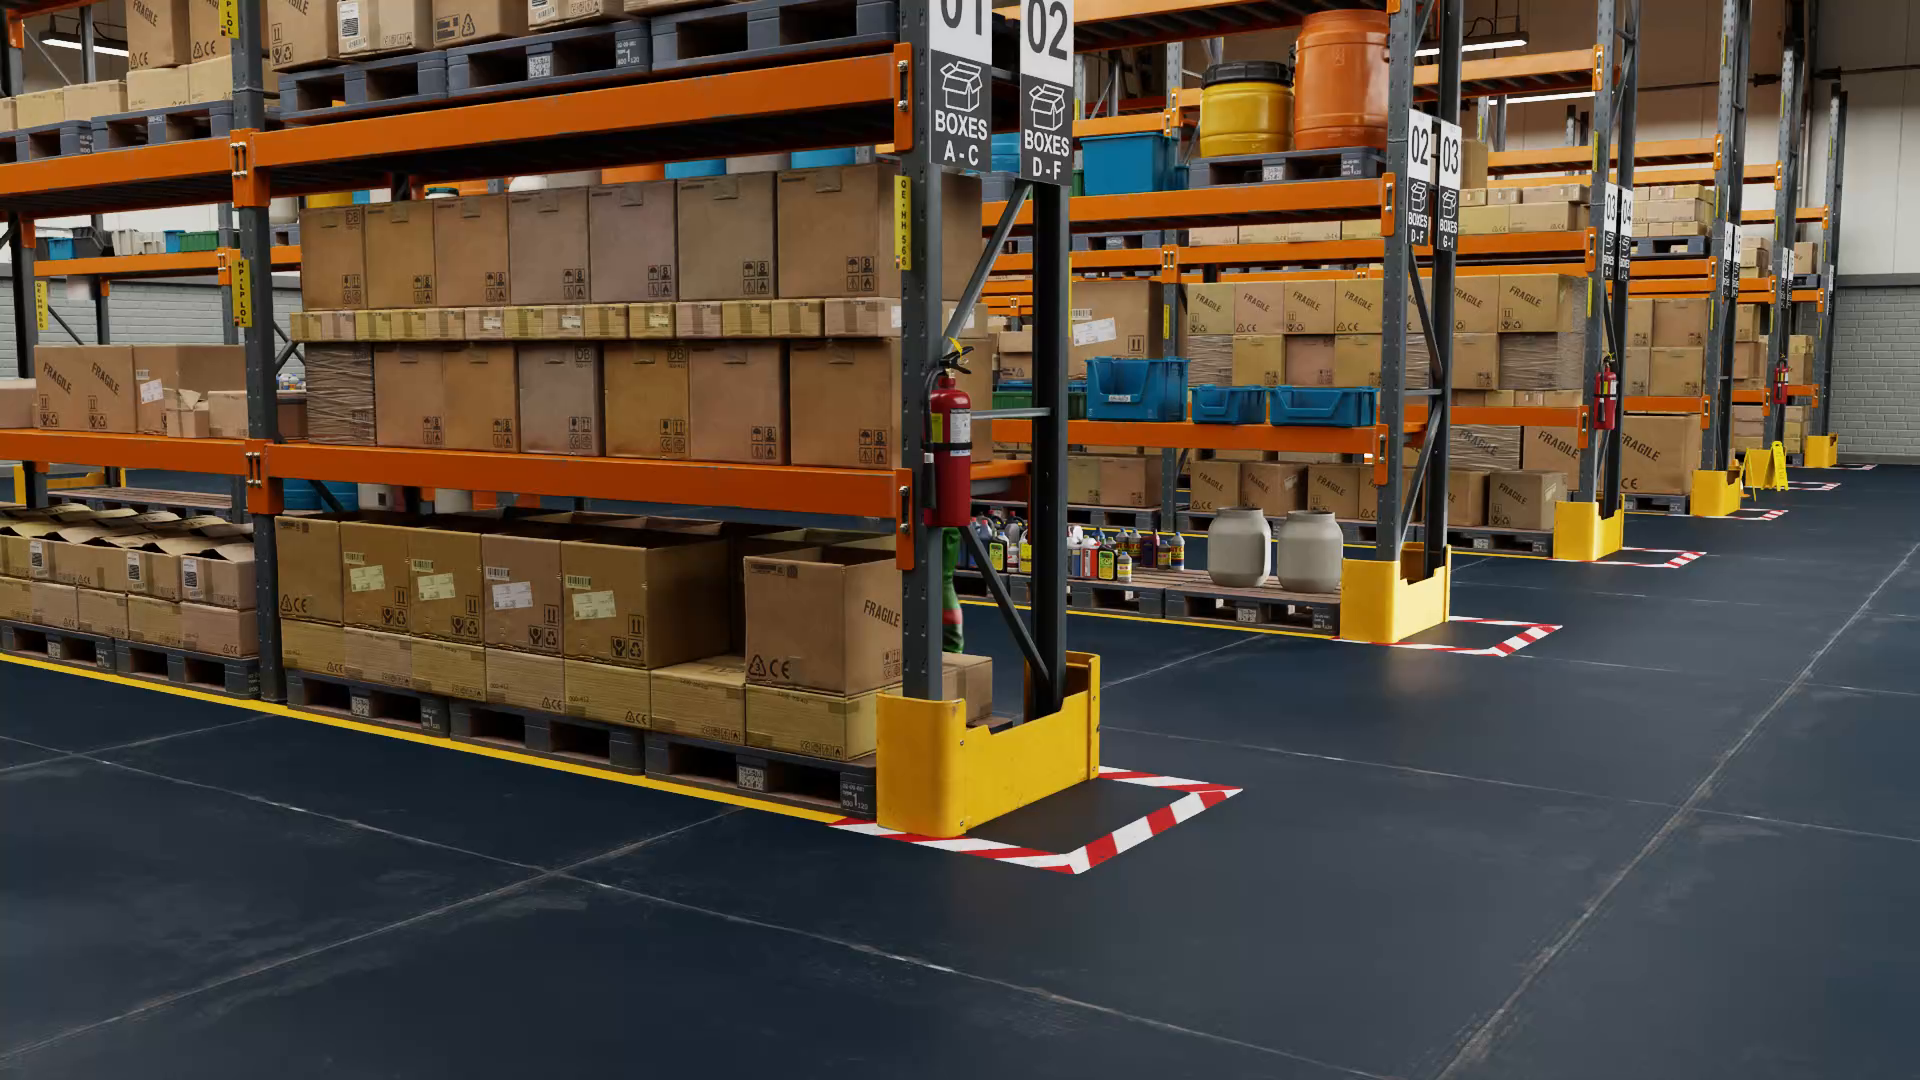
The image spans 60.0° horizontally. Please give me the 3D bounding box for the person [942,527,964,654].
[{"bbox_3d":[-0.243,-0.147,9.013,0.556,1.784,0.494,4,8,34],"label":"person"}]
